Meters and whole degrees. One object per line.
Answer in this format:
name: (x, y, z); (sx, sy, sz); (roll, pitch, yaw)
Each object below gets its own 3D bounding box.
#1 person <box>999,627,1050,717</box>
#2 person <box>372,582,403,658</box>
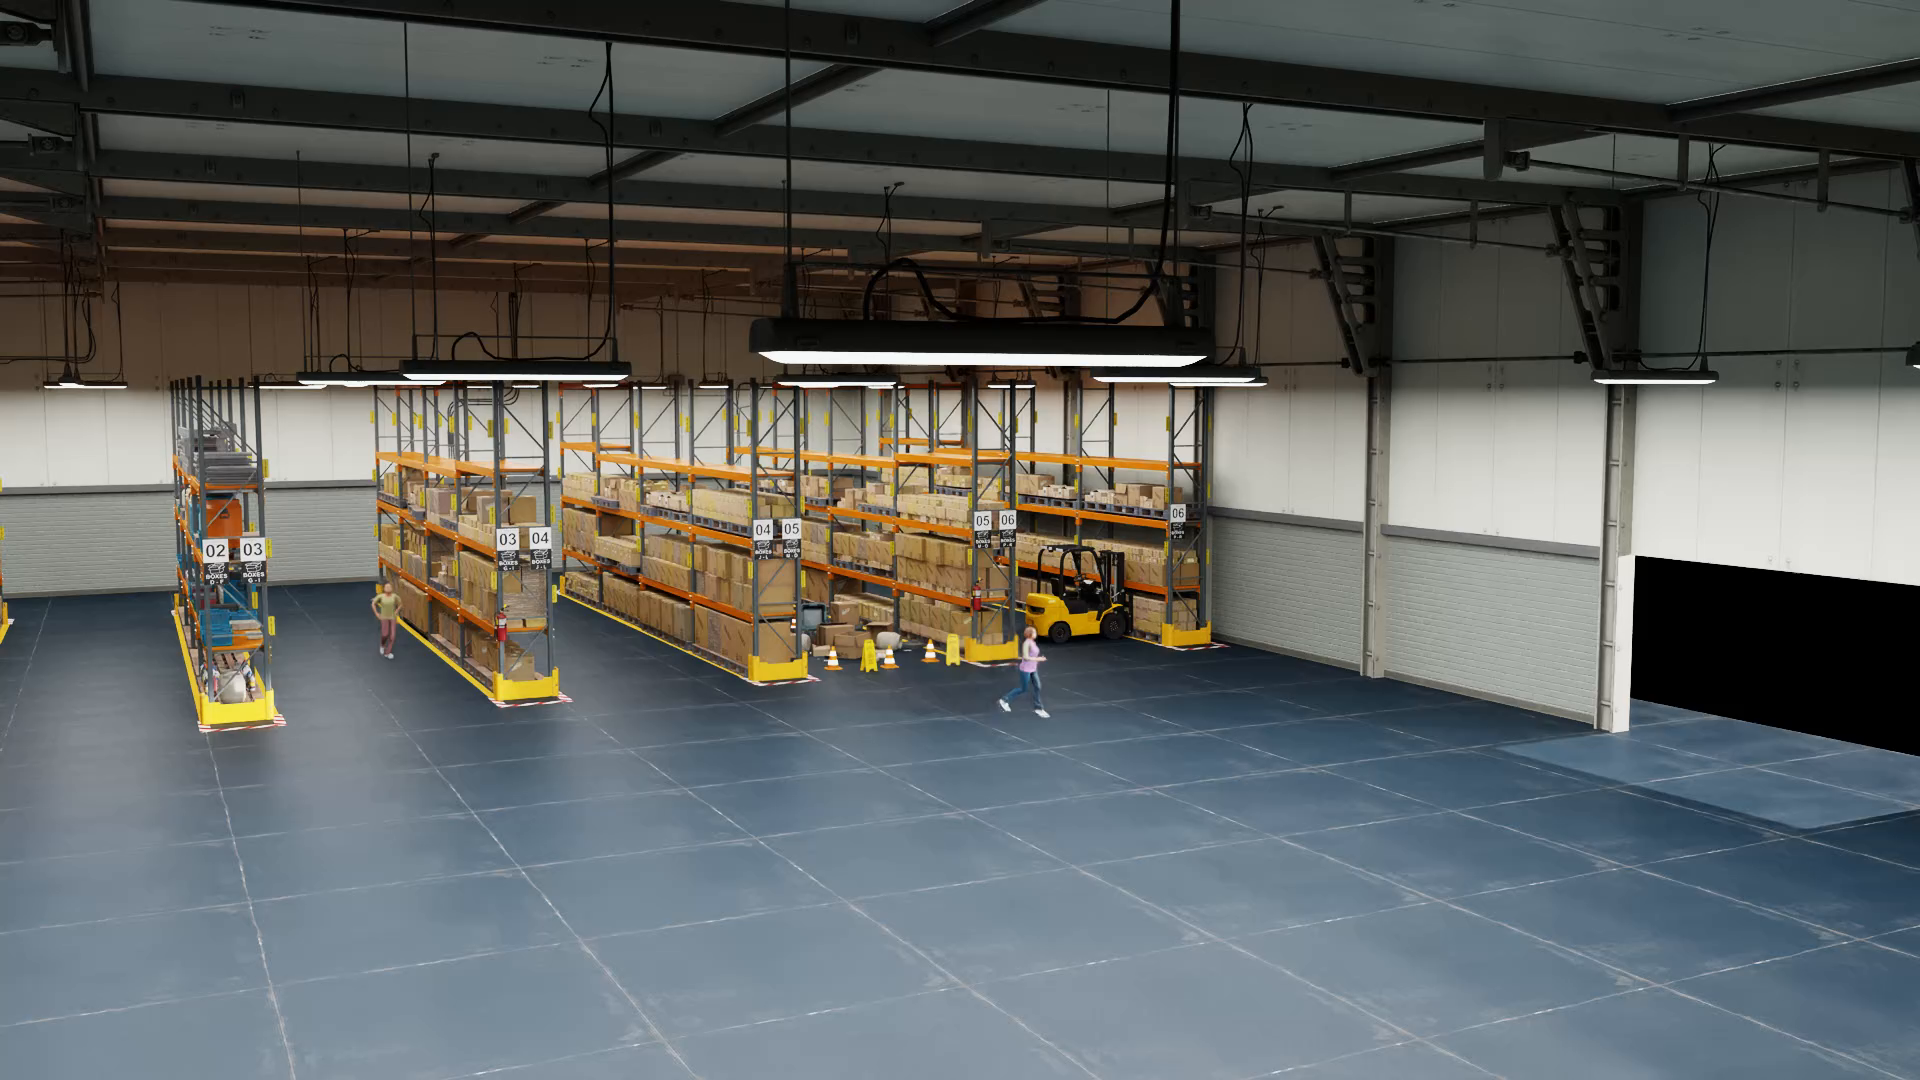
person: (1.154, 2.318, 29.346); (0.886, 1.606, 0.551); (2, 5, 20)
person: (-12.290, 1.723, 35.787); (0.624, 1.638, 0.514); (-3, 6, -27)
